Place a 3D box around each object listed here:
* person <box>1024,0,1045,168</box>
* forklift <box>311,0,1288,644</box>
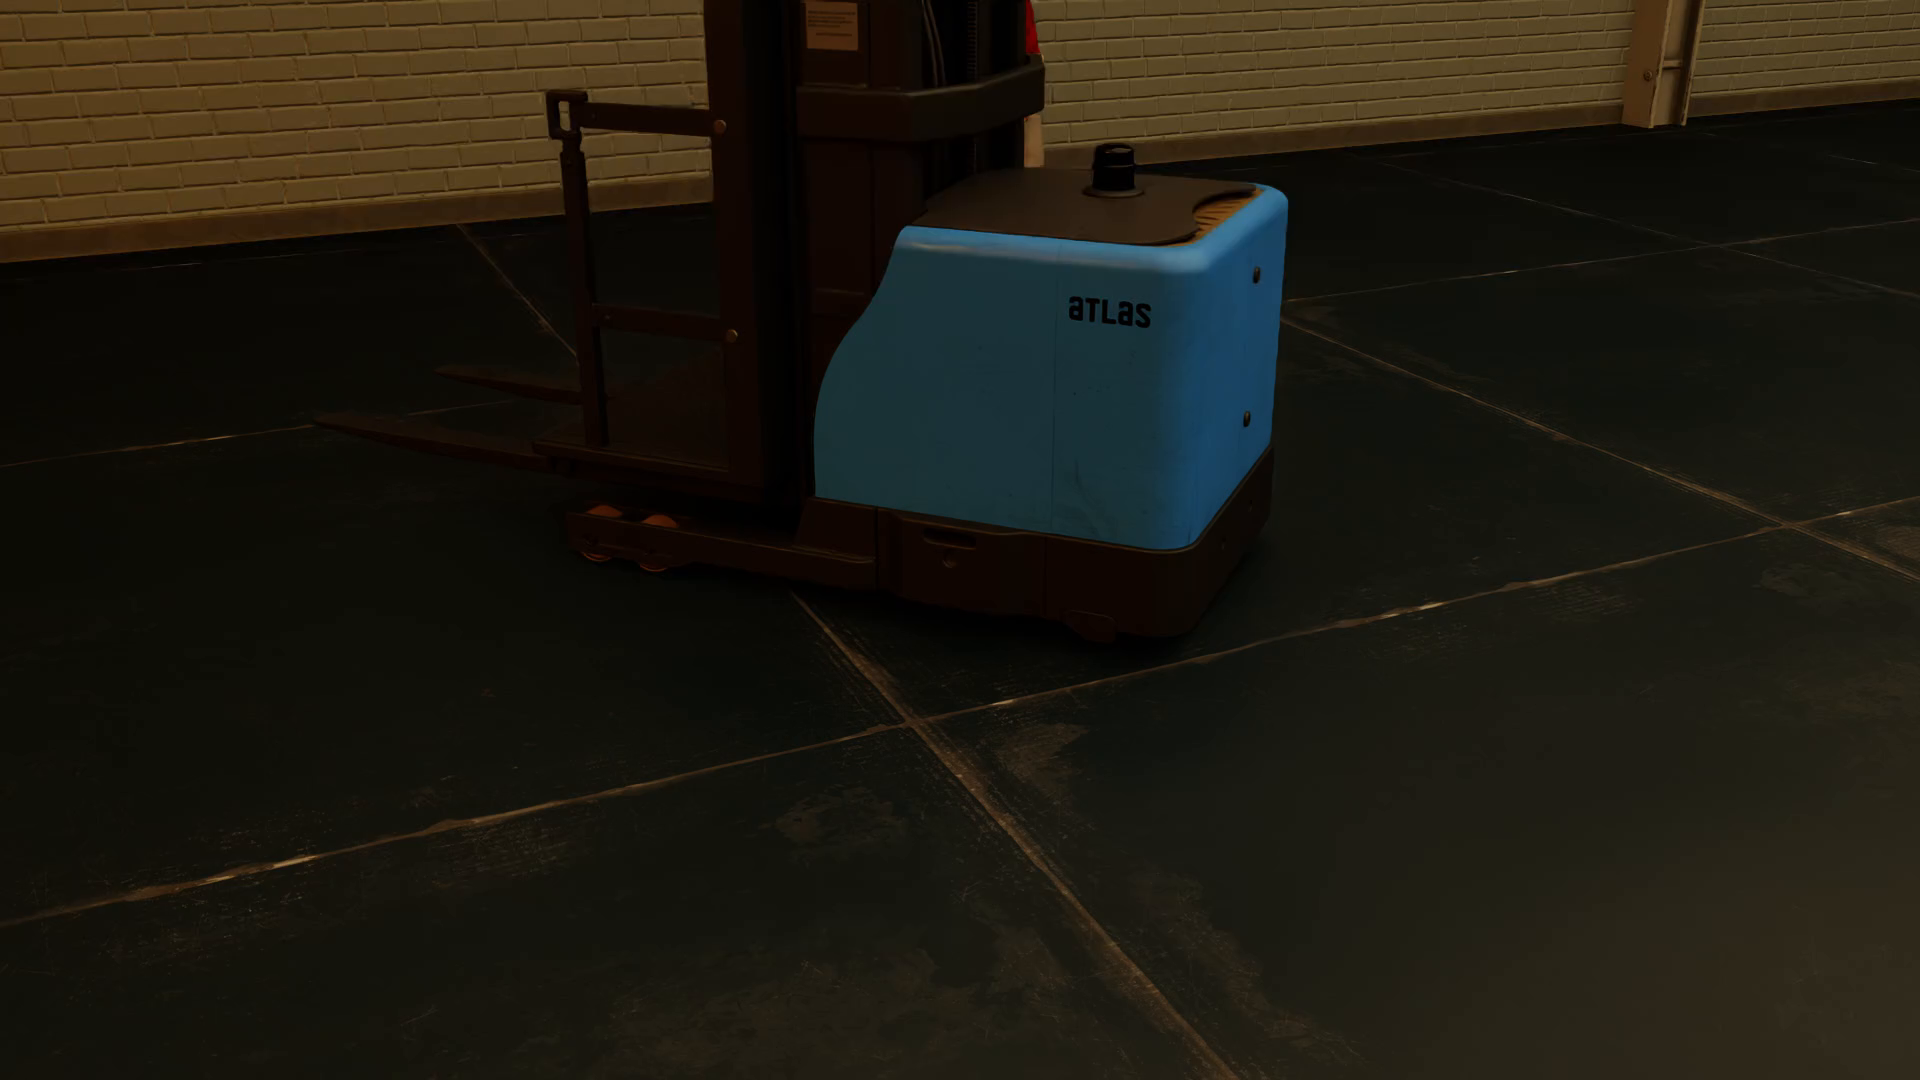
[{"bbox_3d":[0.332,-2.164,8.045,0.553,1.727,0.638,0,23,0],"label":"person"},{"bbox_3d":[-0.616,-1.433,4.736,3.031,2.935,1.130,9,24,21],"label":"forklift"}]
